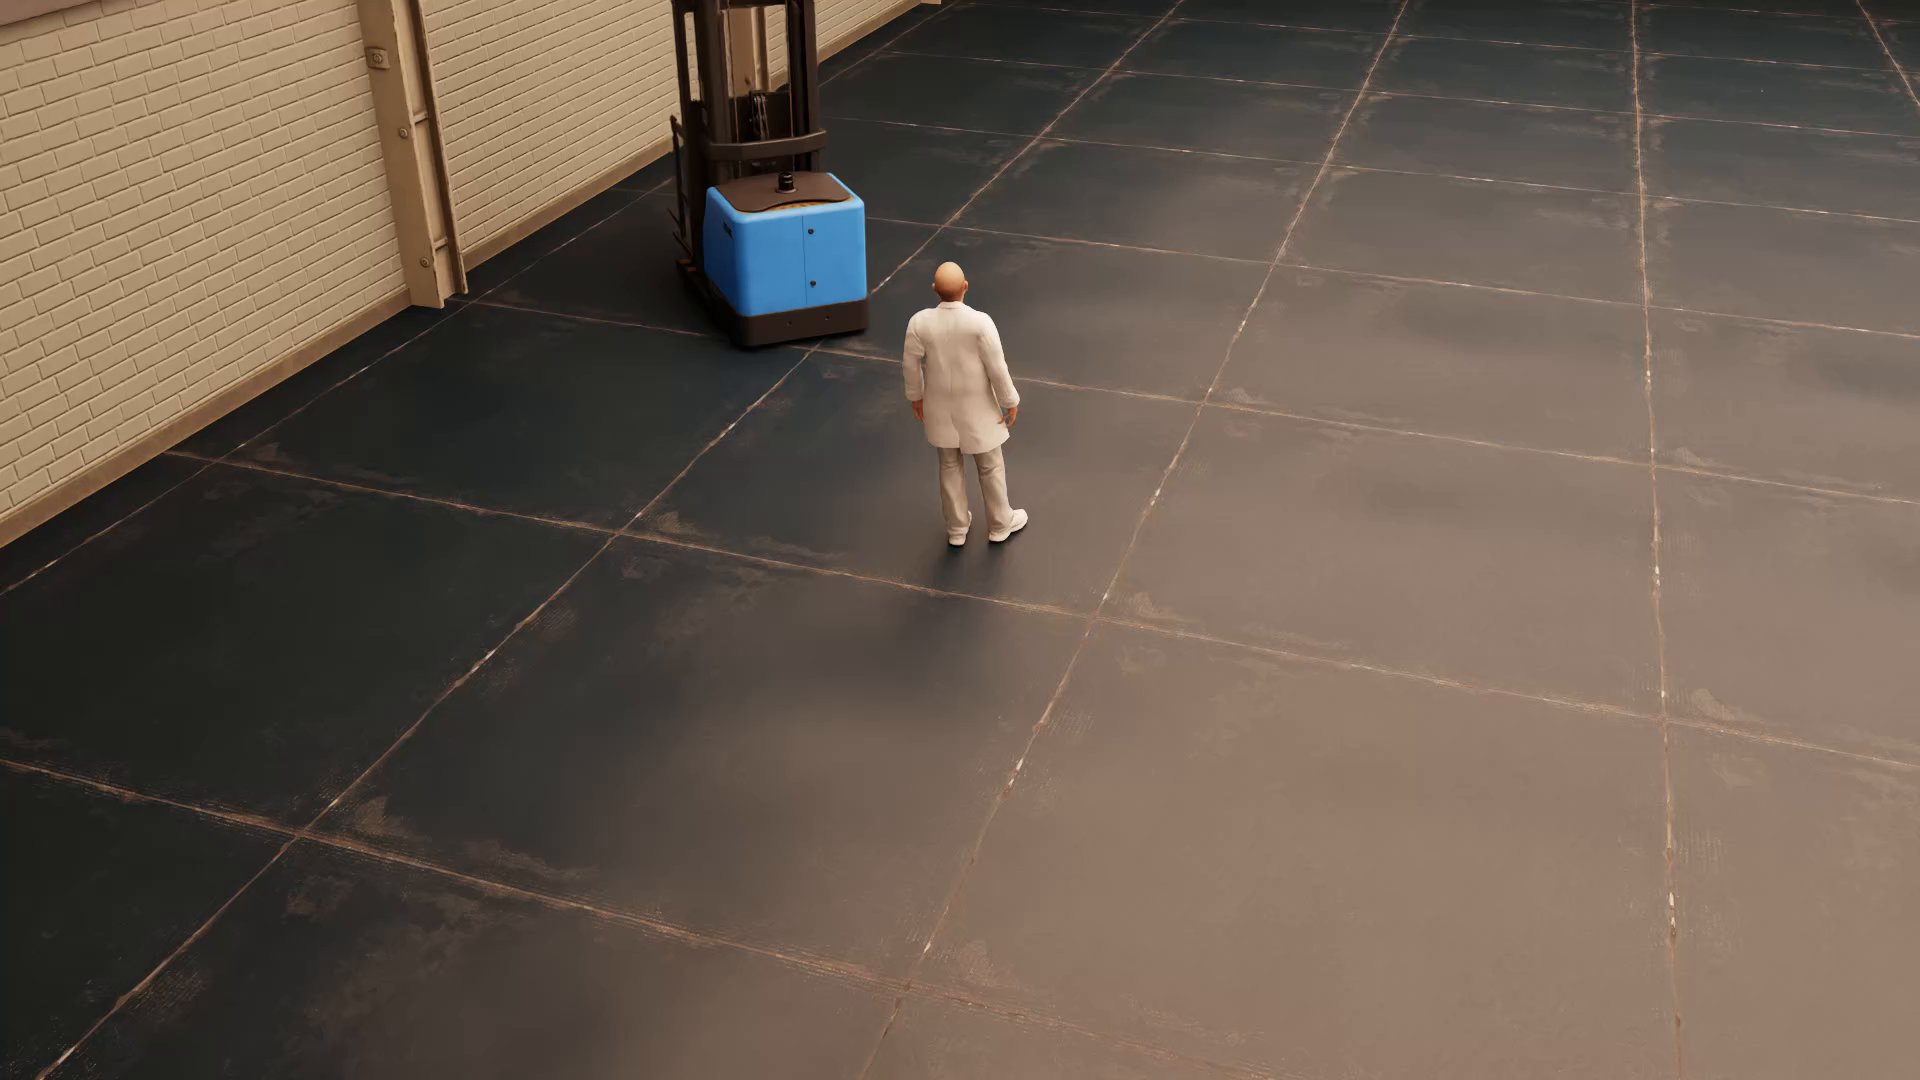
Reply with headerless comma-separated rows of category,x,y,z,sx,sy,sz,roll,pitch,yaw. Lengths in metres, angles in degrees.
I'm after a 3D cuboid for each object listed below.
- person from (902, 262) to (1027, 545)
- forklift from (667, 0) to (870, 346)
person,0.034,-0.820,9.725,0.694,1.776,0.581,10,31,16
forklift,-1.729,-3.444,13.177,1.130,2.935,3.031,-12,32,-19
